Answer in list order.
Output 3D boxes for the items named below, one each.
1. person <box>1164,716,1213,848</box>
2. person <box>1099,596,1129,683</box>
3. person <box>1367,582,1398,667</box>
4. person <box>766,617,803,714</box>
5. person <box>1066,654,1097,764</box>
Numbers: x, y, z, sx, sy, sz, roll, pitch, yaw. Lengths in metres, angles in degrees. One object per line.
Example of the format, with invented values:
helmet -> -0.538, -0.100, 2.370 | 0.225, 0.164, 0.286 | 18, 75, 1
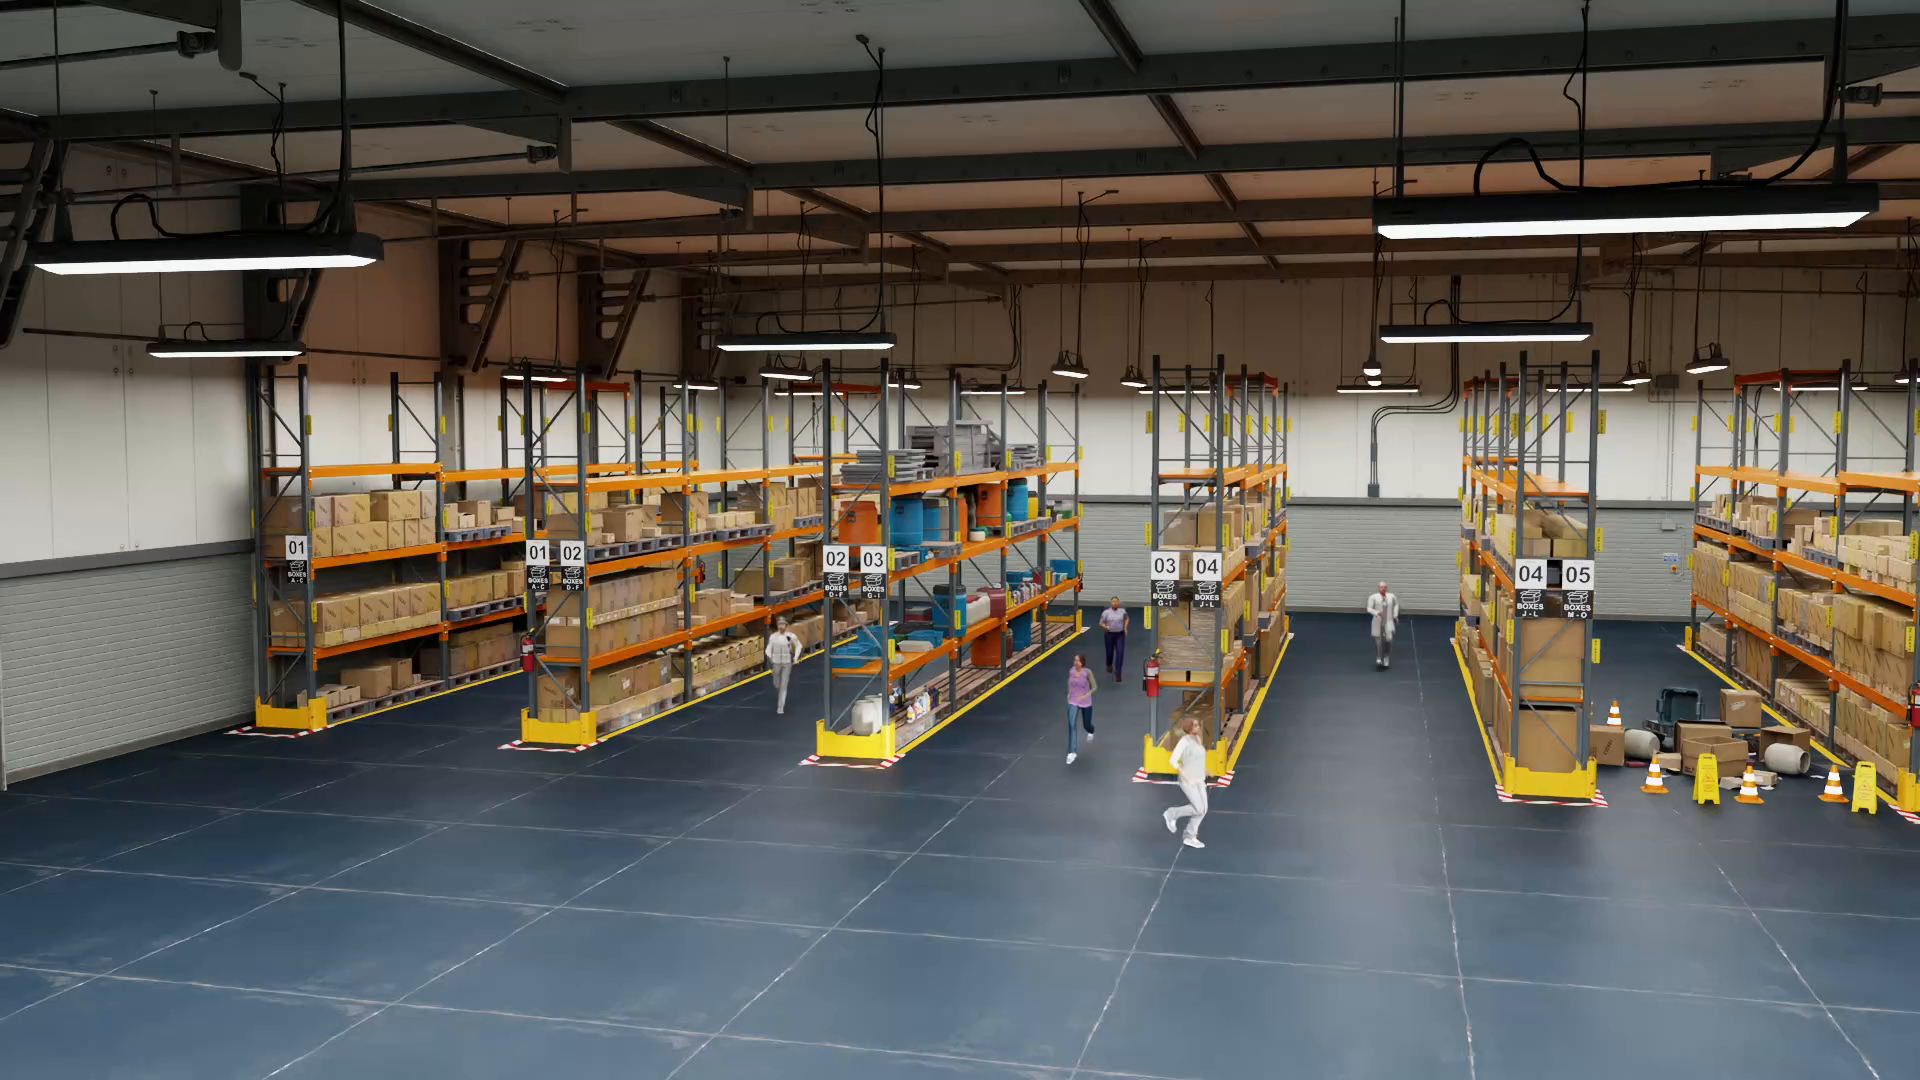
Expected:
person -> 2.736, 2.871, 19.777 | 0.502, 1.558, 0.542 | 3, 5, 40
person -> 3.039, 1.933, 32.689 | 0.608, 1.632, 0.903 | 0, 4, -1
person -> 8.763, 1.748, 34.433 | 0.672, 1.771, 0.837 | 0, 4, 6
person -> -3.094, 2.168, 29.150 | 0.632, 1.657, 0.862 | 0, 4, 3
person -> 1.830, 2.494, 25.028 | 0.507, 1.593, 1.033 | 1, 4, 18
